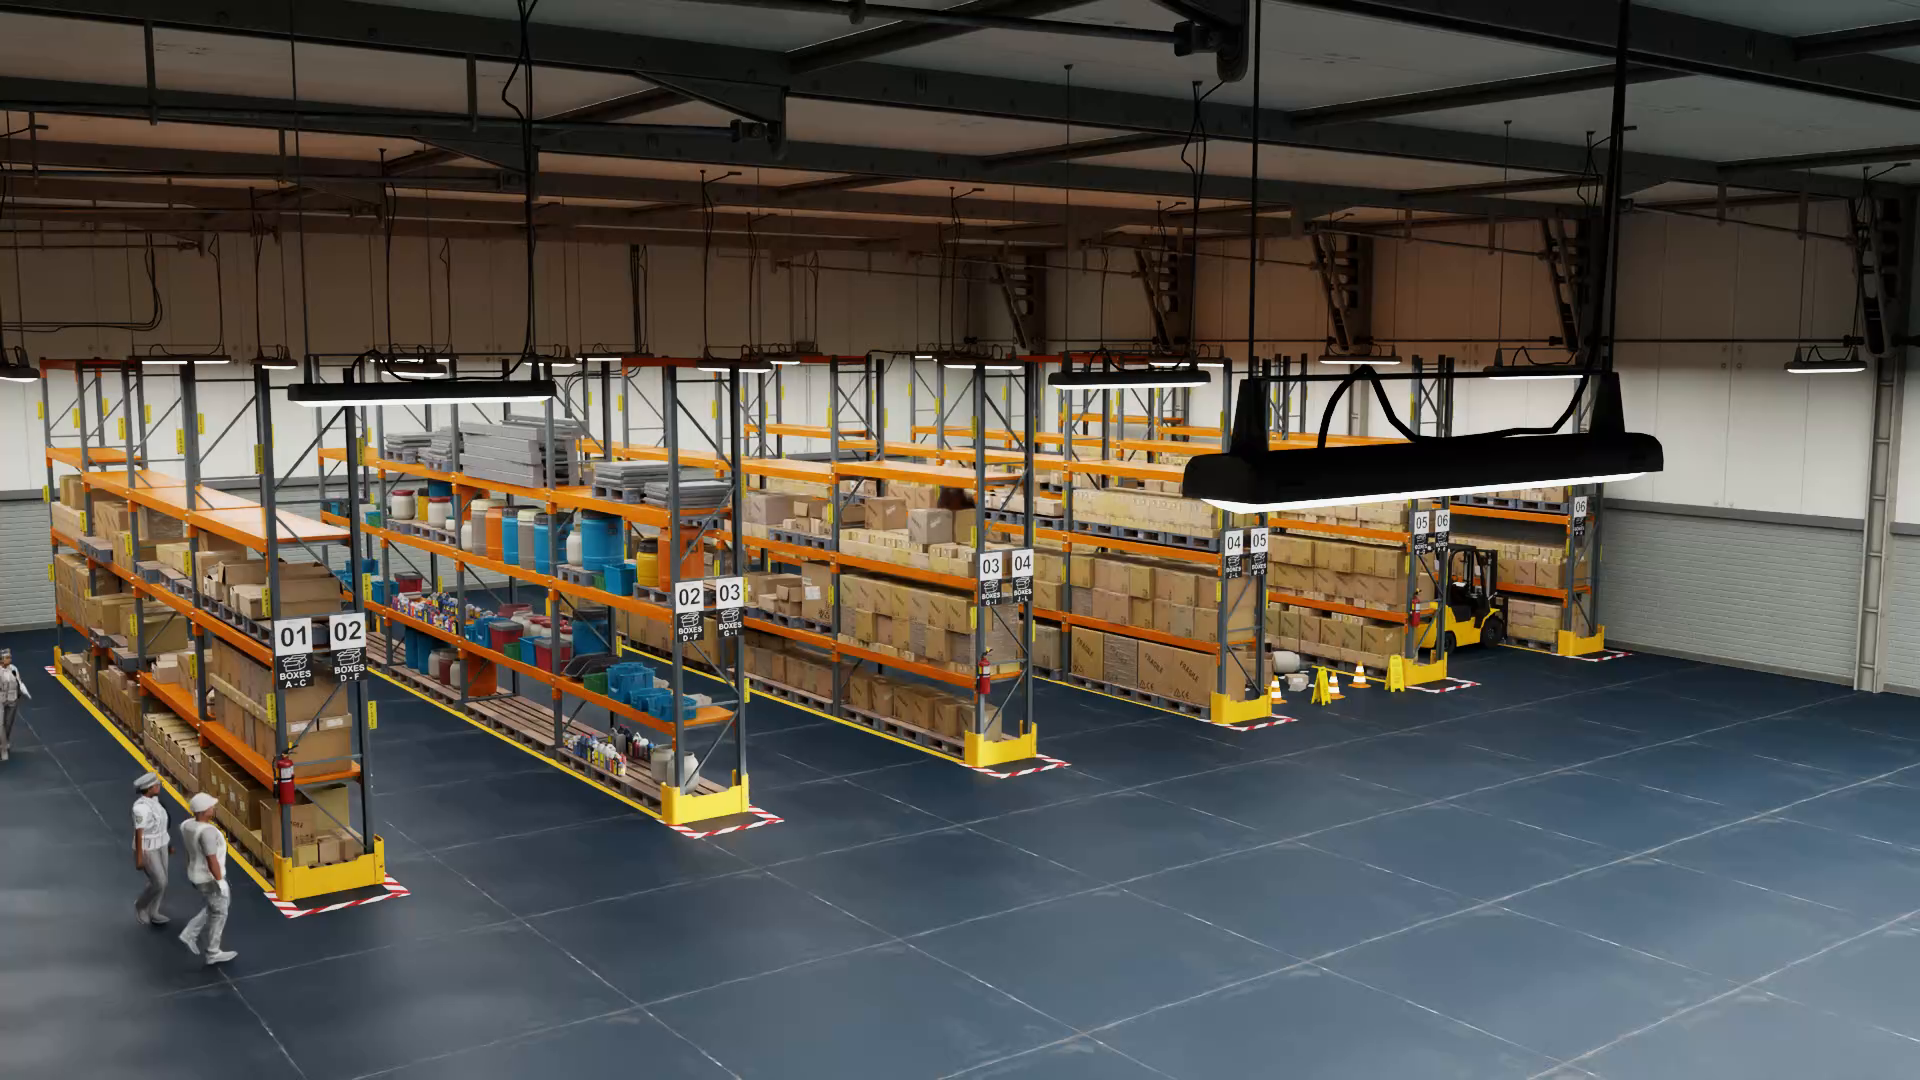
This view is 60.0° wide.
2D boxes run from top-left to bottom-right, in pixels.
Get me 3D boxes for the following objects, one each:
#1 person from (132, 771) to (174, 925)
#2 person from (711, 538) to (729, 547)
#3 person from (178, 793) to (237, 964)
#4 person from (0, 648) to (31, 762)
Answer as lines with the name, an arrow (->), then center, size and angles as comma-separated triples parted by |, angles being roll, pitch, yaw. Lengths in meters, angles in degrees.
person -> -8.711, 3.333, 17.984 | 0.447, 1.679, 0.517 | 1, 7, 12
person -> -6.022, 0.494, 41.692 | 0.466, 1.649, 0.619 | 2, 7, 15
person -> -7.639, 3.421, 16.829 | 0.518, 1.772, 0.574 | -5, 8, -36
person -> -14.608, 2.480, 25.425 | 0.660, 1.666, 0.958 | -5, 9, -36
